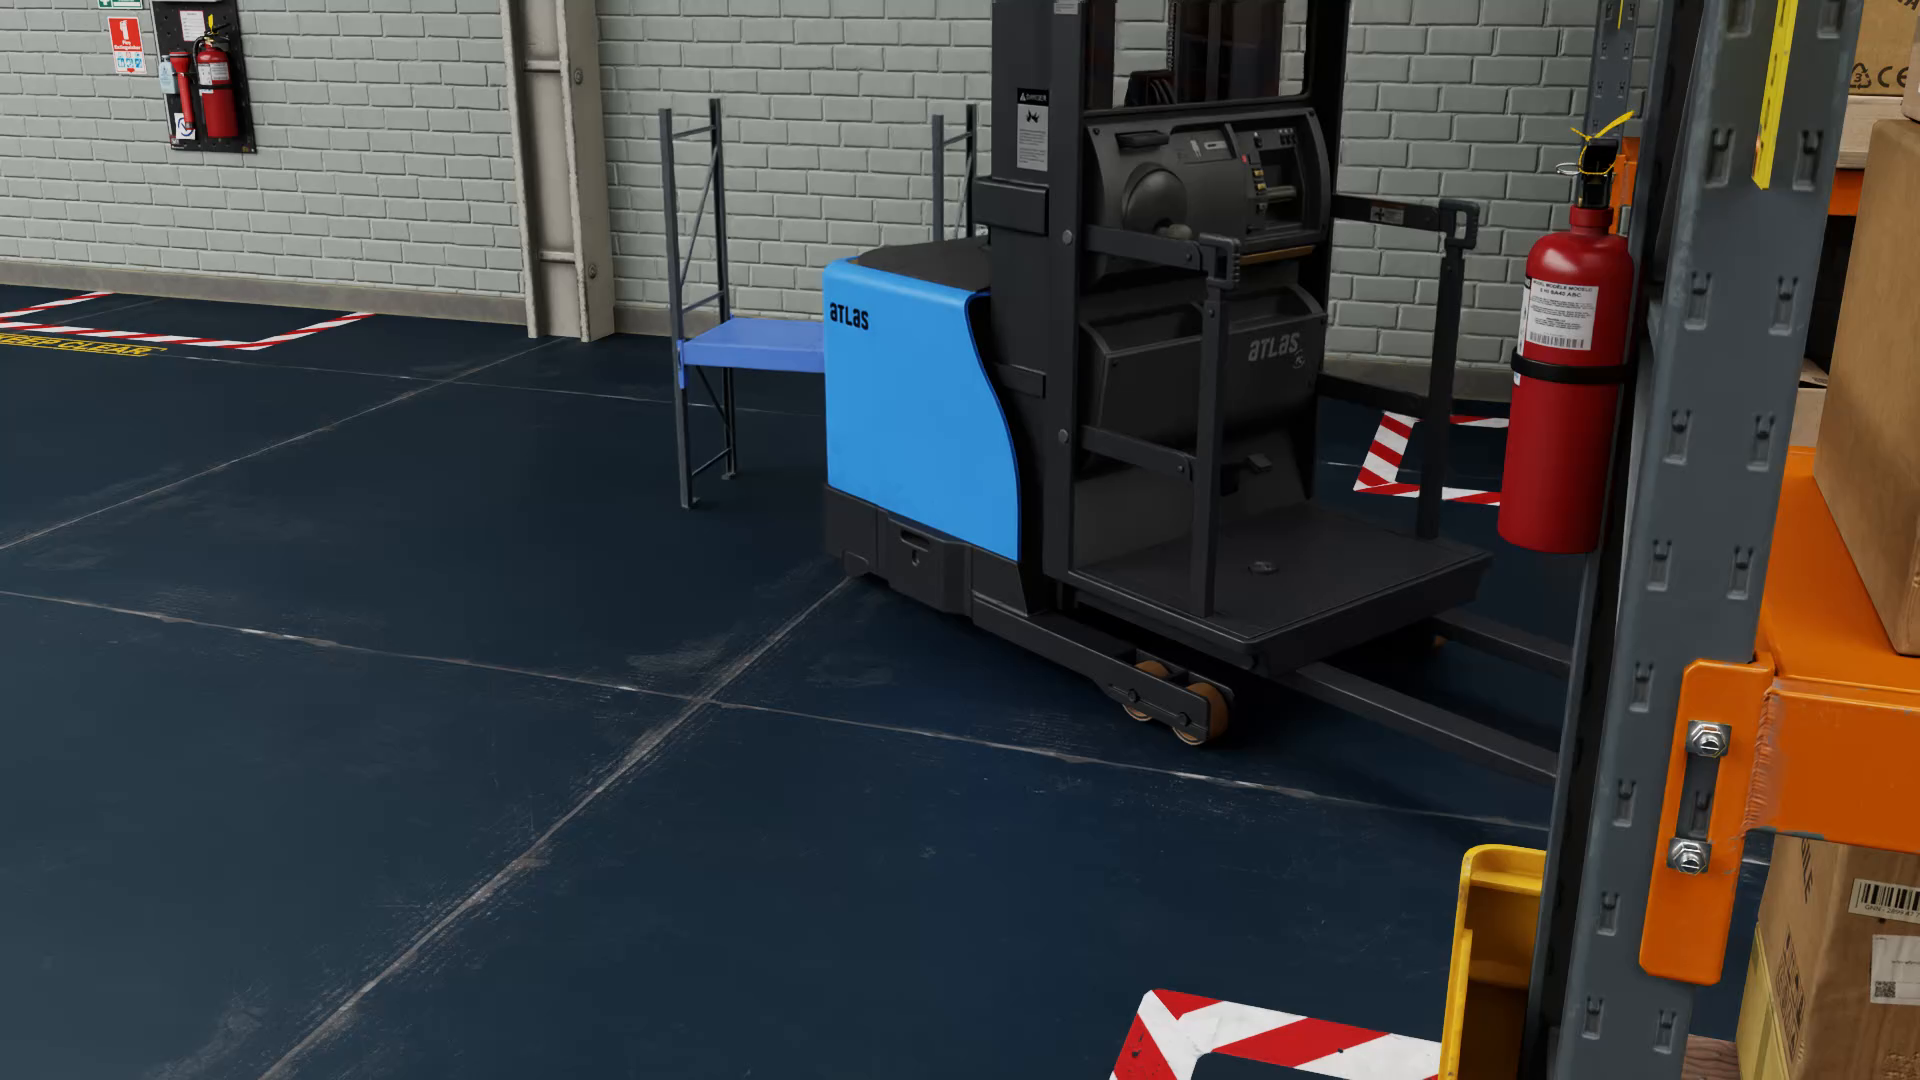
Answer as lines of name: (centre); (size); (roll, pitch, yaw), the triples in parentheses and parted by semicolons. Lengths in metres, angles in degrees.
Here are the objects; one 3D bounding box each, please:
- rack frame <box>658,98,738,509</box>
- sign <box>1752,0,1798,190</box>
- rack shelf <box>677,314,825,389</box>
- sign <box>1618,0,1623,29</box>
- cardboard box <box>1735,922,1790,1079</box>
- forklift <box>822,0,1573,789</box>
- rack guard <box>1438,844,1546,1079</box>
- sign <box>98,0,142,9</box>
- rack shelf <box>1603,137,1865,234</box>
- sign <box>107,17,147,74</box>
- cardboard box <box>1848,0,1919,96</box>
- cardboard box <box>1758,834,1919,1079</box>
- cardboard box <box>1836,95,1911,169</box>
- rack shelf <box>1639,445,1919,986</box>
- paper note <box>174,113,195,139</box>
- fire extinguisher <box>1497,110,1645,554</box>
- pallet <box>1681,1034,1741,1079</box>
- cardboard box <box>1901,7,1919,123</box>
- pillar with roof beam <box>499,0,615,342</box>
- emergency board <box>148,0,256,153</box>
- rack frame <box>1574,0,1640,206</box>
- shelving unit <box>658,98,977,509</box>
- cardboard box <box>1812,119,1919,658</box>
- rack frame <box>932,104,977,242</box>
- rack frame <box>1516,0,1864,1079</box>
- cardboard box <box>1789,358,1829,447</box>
rack frame: (-0.999, -0.910, 6.409); (0.032, 1.500, 0.500); (5, 20, 14)
sign: (0.721, -0.475, 1.446); (0.005, 0.325, 0.100); (7, 20, 18)
rack shelf: (-0.508, -0.697, 6.345); (1.000, 0.185, 0.538); (5, 20, 14)
sign: (2.353, -1.981, 5.888); (0.005, 0.325, 0.100); (7, 20, 18)
cardboard box: (1.512, 0.866, 2.575); (0.500, 0.250, 0.500); (7, 20, 18)
forklift: (0.853, -1.016, 4.538); (1.130, 2.935, 3.031); (-15, 24, -37)
rack guard: (0.886, 0.977, 2.513); (0.348, 0.500, 1.175); (7, 20, 18)
sign: (-5.001, -3.217, 9.889); (0.331, 0.109, 0.001); (7, 20, 18)
rack shelf: (4.420, -1.185, 6.013); (4.000, 0.370, 1.077); (7, 20, 18)
sign: (-5.002, -2.970, 9.985); (0.234, 0.329, 0.001); (7, 20, 18)
cardboard box: (3.347, -1.832, 5.834); (0.500, 0.500, 0.500); (7, 20, 18)
cardboard box: (1.513, 0.511, 2.454); (0.500, 0.500, 0.500); (7, 20, 18)
cardboard box: (3.383, -1.477, 5.953); (0.500, 0.250, 0.500); (6, 20, 16)
rack shelf: (2.798, 0.355, 1.593); (4.000, 0.370, 1.077); (7, 20, 18)
paper note: (-4.658, -2.486, 9.989); (0.142, 0.148, 0.016); (7, 20, 18)
fire extinguisher: (0.949, -0.321, 2.558); (0.183, 0.674, 0.296); (7, 20, 18)
pallet: (1.645, 1.186, 2.354); (1.213, 0.211, 1.003); (7, 20, 18)
cardboard box: (1.332, -0.572, 2.023); (0.250, 0.149, 0.380); (6, 20, 17)
pillar with roof beam: (-3.605, -4.077, 4.101); (0.400, 9.000, 9.100); (7, 20, 18)
emergency board: (-4.514, -2.861, 9.728); (0.643, 1.169, 0.194); (7, 20, 18)
rack frame: (2.531, -1.741, 6.514); (0.127, 3.000, 1.000); (7, 20, 18)
shelving unit: (-0.508, -0.867, 6.285); (1.048, 1.500, 0.538); (5, 20, 14)
cardboard box: (1.345, -0.193, 1.922); (0.500, 0.500, 0.700); (7, 20, 18)
rack frame: (-0.017, -0.824, 6.161); (0.032, 1.500, 0.500); (5, 20, 14)
rack frame: (0.910, -0.202, 2.097); (0.053, 2.616, 0.949); (7, 20, 18)
cardboard box: (3.155, -0.577, 6.590); (0.500, 0.311, 0.500); (4, 20, 12)
